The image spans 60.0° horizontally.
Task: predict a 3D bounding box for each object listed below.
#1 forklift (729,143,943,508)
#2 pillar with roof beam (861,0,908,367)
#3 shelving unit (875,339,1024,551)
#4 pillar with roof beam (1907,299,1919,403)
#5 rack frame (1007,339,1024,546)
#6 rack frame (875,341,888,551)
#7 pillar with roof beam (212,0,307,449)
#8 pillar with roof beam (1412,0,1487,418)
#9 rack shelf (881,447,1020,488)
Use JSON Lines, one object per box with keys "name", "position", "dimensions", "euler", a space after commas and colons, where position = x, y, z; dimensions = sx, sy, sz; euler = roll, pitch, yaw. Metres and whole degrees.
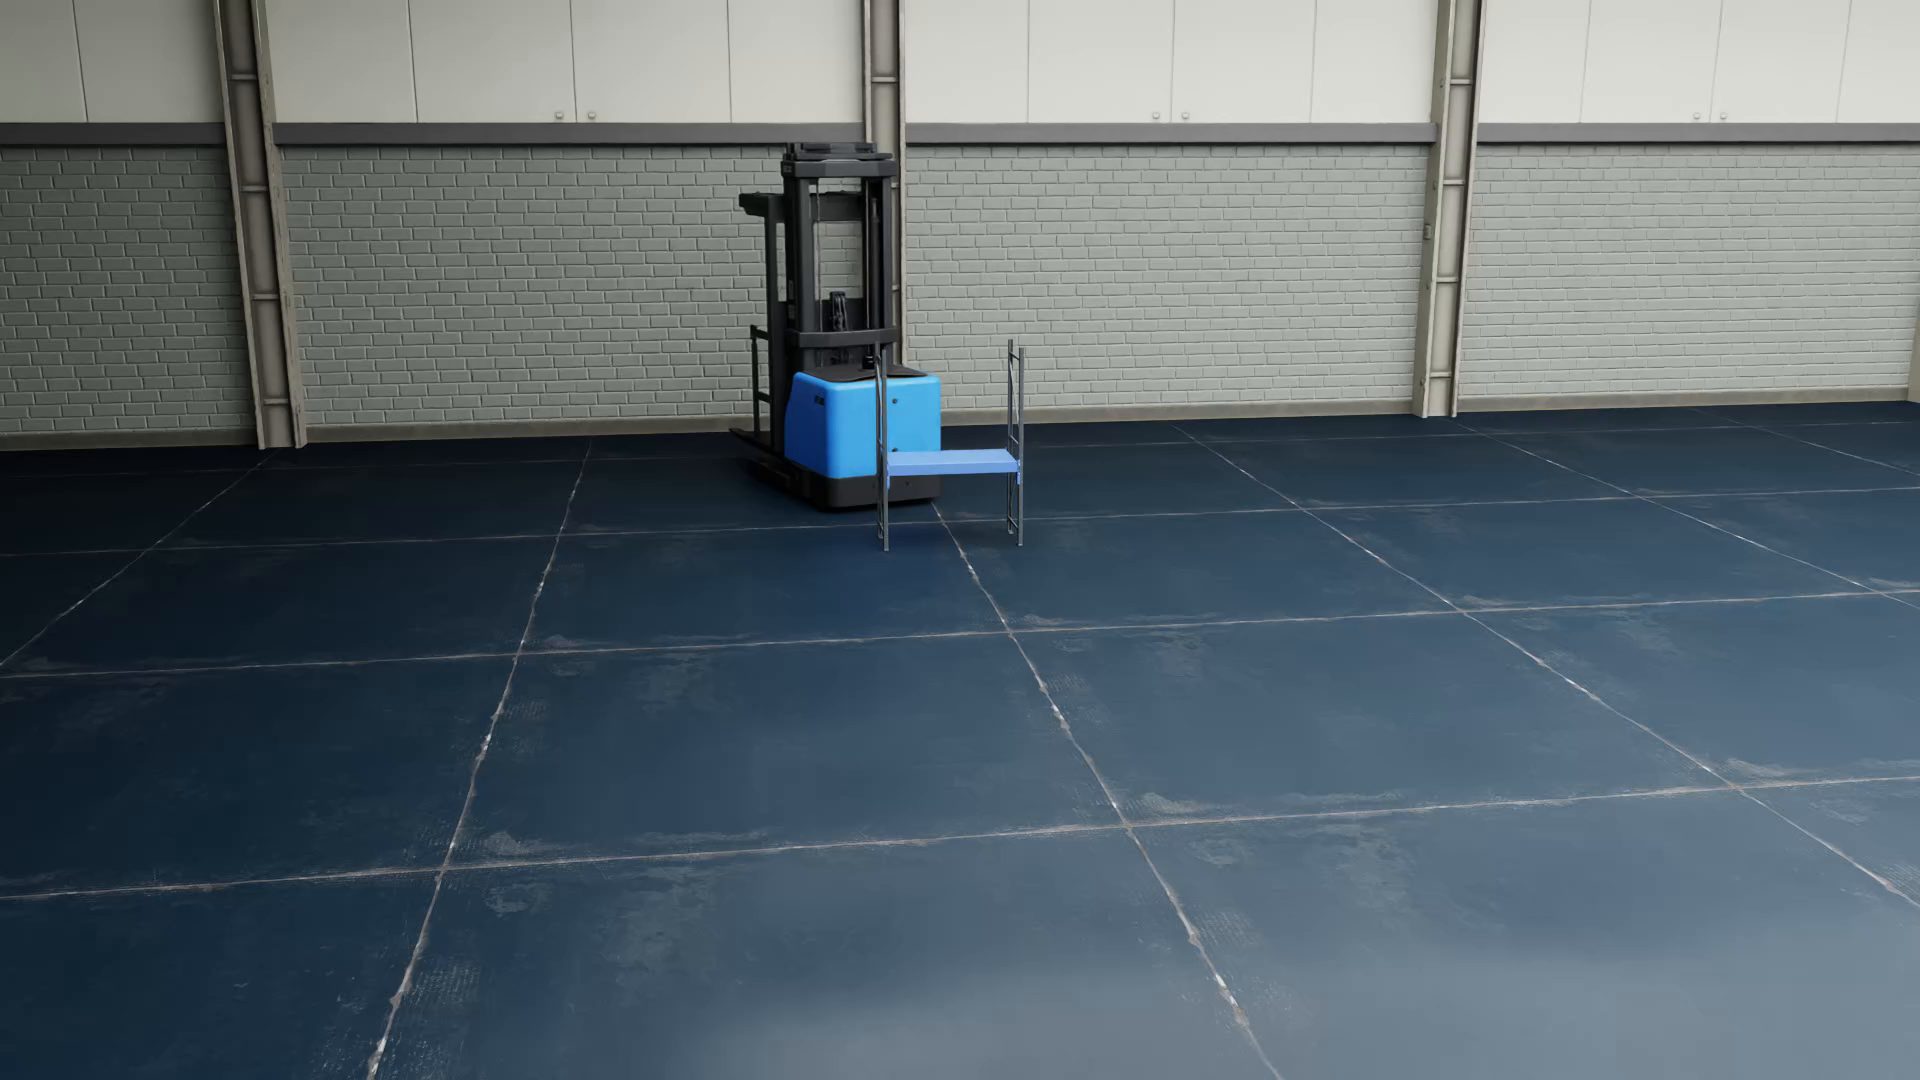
{"name": "forklift", "position": [-1.258, -1.993, 14.643], "dimensions": [1.130, 2.935, 3.031], "euler": [-7, 16, -26]}
{"name": "pillar with roof beam", "position": [-0.116, -4.479, 12.084], "dimensions": [0.400, 9.000, 9.100], "euler": [-2, 14, -8]}
{"name": "shelving unit", "position": [-0.084, -0.724, 12.527], "dimensions": [1.048, 1.500, 0.538], "euler": [-2, 14, -8]}
{"name": "pillar with roof beam", "position": [11.751, -4.914, 13.818], "dimensions": [0.400, 9.000, 9.100], "euler": [-2, 14, -8]}
{"name": "rack frame", "position": [0.418, -0.743, 12.601], "dimensions": [0.032, 1.500, 0.500], "euler": [-2, 14, -8]}
{"name": "rack frame", "position": [-0.587, -0.706, 12.454], "dimensions": [0.032, 1.500, 0.500], "euler": [-2, 14, -8]}
{"name": "pillar with roof beam", "position": [-6.049, -4.262, 11.217], "dimensions": [0.400, 9.000, 9.100], "euler": [-2, 14, -8]}
{"name": "pillar with roof beam", "position": [5.817, -4.697, 12.951], "dimensions": [0.400, 9.000, 9.100], "euler": [-2, 14, -8]}
{"name": "rack shelf", "position": [-0.084, -0.550, 12.571], "dimensions": [1.000, 0.185, 0.538], "euler": [-2, 14, -8]}
